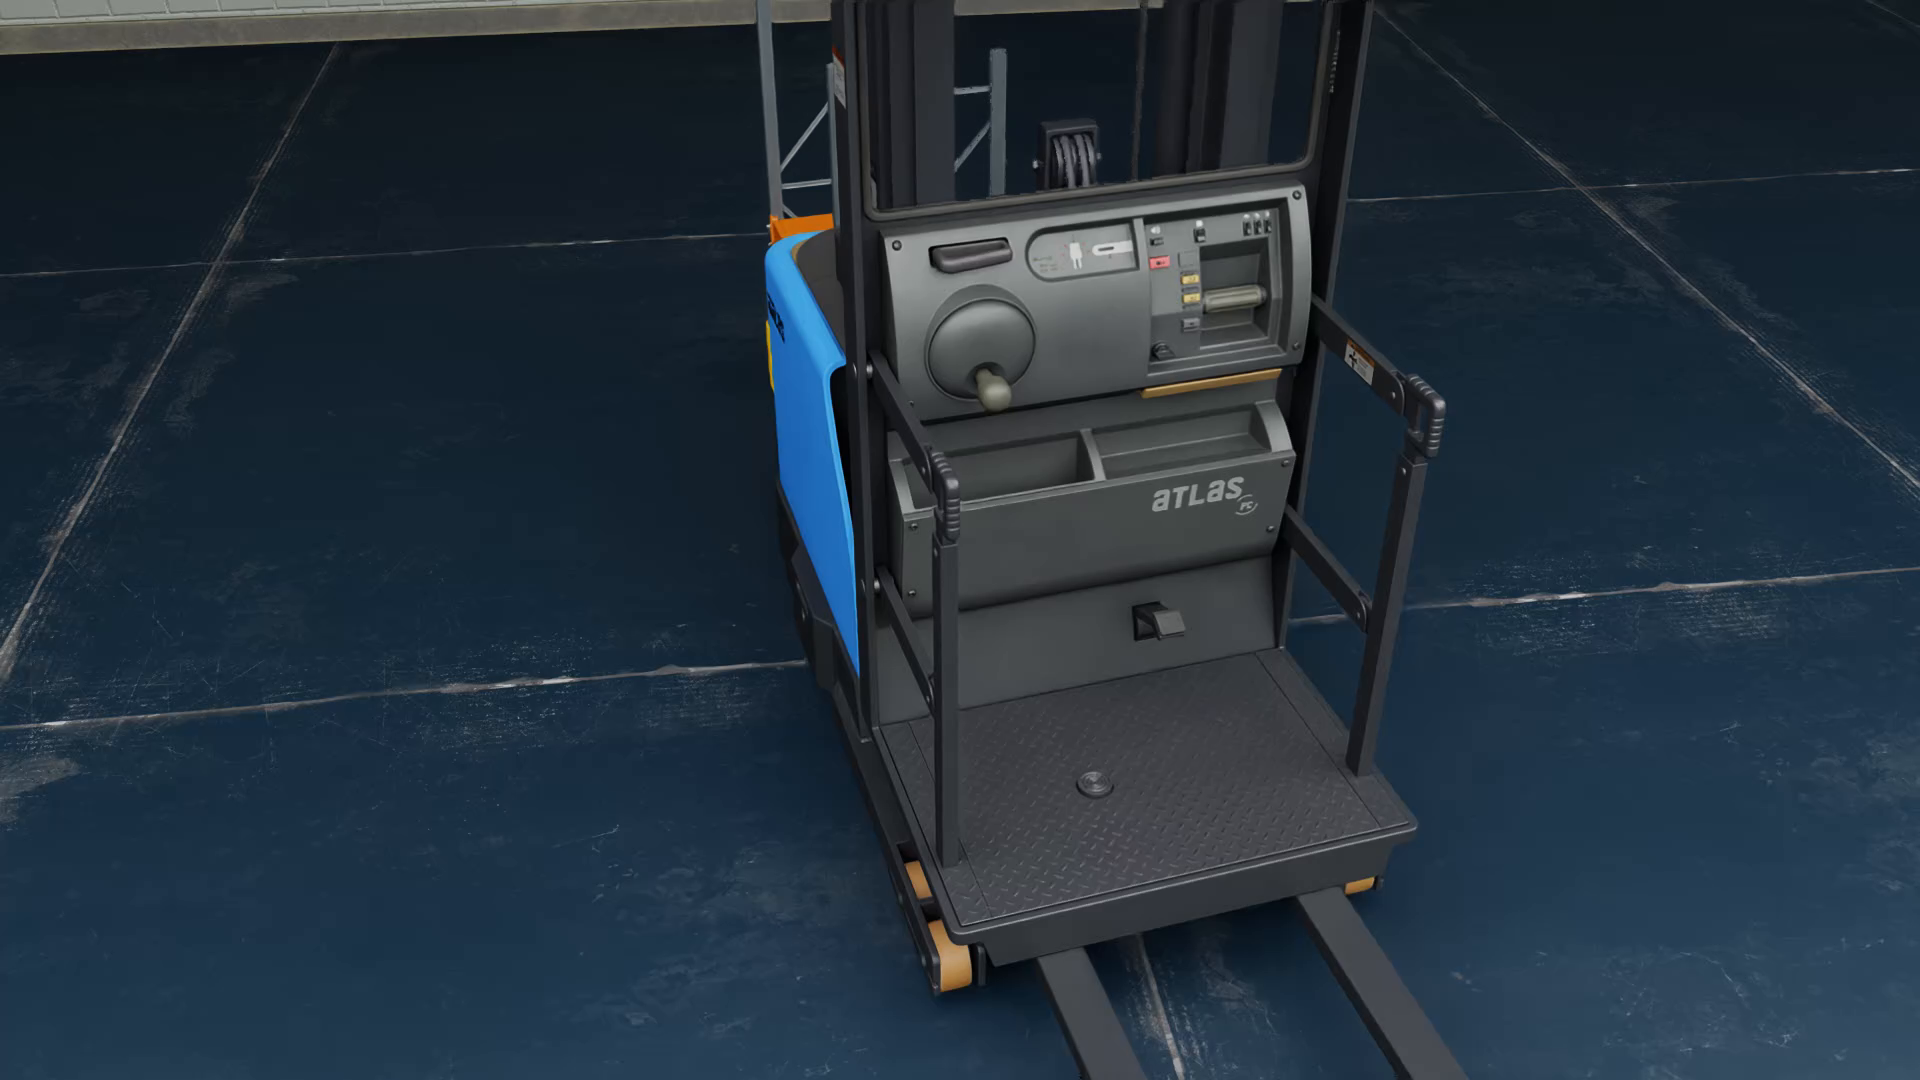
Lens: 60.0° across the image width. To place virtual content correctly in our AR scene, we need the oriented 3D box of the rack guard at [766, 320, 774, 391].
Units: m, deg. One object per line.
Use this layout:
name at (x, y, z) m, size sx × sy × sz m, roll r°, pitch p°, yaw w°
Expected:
rack guard at (-0.408, -0.710, 6.070) m, size 0.587 × 0.250 × 0.087 m, roll -10°, pitch 35°, yaw -14°

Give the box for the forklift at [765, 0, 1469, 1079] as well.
forklift at (0.366, -0.447, 3.303) m, size 1.130 × 2.935 × 3.031 m, roll -10°, pitch 35°, yaw -14°

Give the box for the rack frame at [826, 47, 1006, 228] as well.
rack frame at (-0.116, -0.690, 4.930) m, size 0.500 × 1.500 × 0.032 m, roll -10°, pitch 35°, yaw -14°

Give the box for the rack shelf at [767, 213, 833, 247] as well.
rack shelf at (-0.265, -0.815, 5.433) m, size 0.538 × 0.185 × 1.000 m, roll -10°, pitch 35°, yaw -14°

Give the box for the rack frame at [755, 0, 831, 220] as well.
rack frame at (-0.413, -1.237, 5.734) m, size 0.500 × 1.500 × 0.032 m, roll -10°, pitch 35°, yaw -14°

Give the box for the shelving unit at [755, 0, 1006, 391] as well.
shelving unit at (-0.262, -0.959, 5.325) m, size 0.587 × 1.500 × 1.083 m, roll -10°, pitch 35°, yaw -14°
